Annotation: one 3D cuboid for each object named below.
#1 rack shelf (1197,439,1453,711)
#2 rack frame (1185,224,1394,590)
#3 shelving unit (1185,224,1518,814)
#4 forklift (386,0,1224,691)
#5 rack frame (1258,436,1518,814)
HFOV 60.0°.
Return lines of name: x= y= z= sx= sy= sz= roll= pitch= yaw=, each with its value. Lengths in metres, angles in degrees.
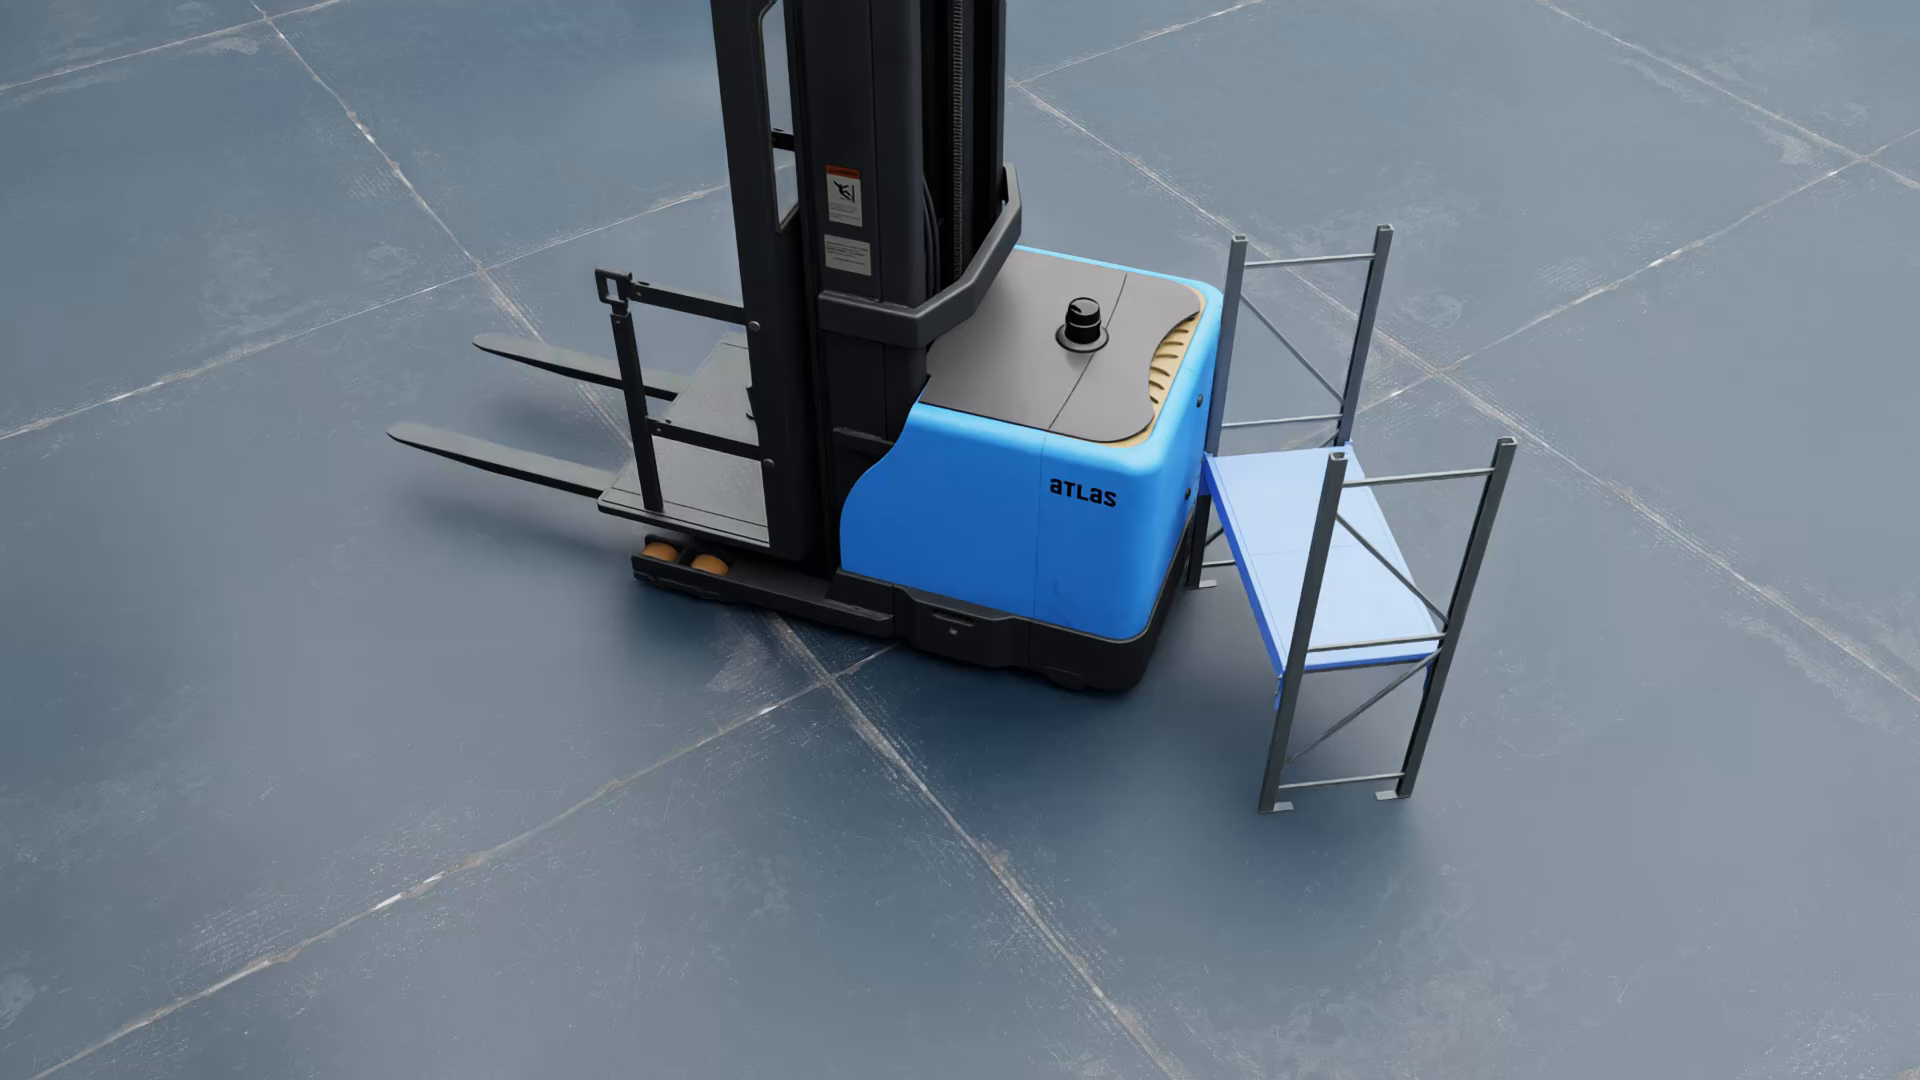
rack shelf: x=1.141 y=0.085 z=5.335 sx=0.538 sy=0.185 sz=1.000 roll=-5 pitch=44 yaw=-5
rack frame: x=1.074 y=-0.393 z=5.575 sx=0.500 sy=1.500 sz=0.032 roll=-5 pitch=44 yaw=-5
shelving unit: x=1.141 y=-0.045 z=5.211 sx=0.538 sy=1.500 sz=1.048 roll=-5 pitch=44 yaw=-5
forklift: x=-0.659 y=-1.172 z=5.355 sx=3.031 sy=2.935 sz=1.130 roll=14 pitch=45 yaw=14
rack frame: x=1.208 y=0.303 z=4.846 sx=0.500 sy=1.500 sz=0.032 roll=-5 pitch=44 yaw=-5
